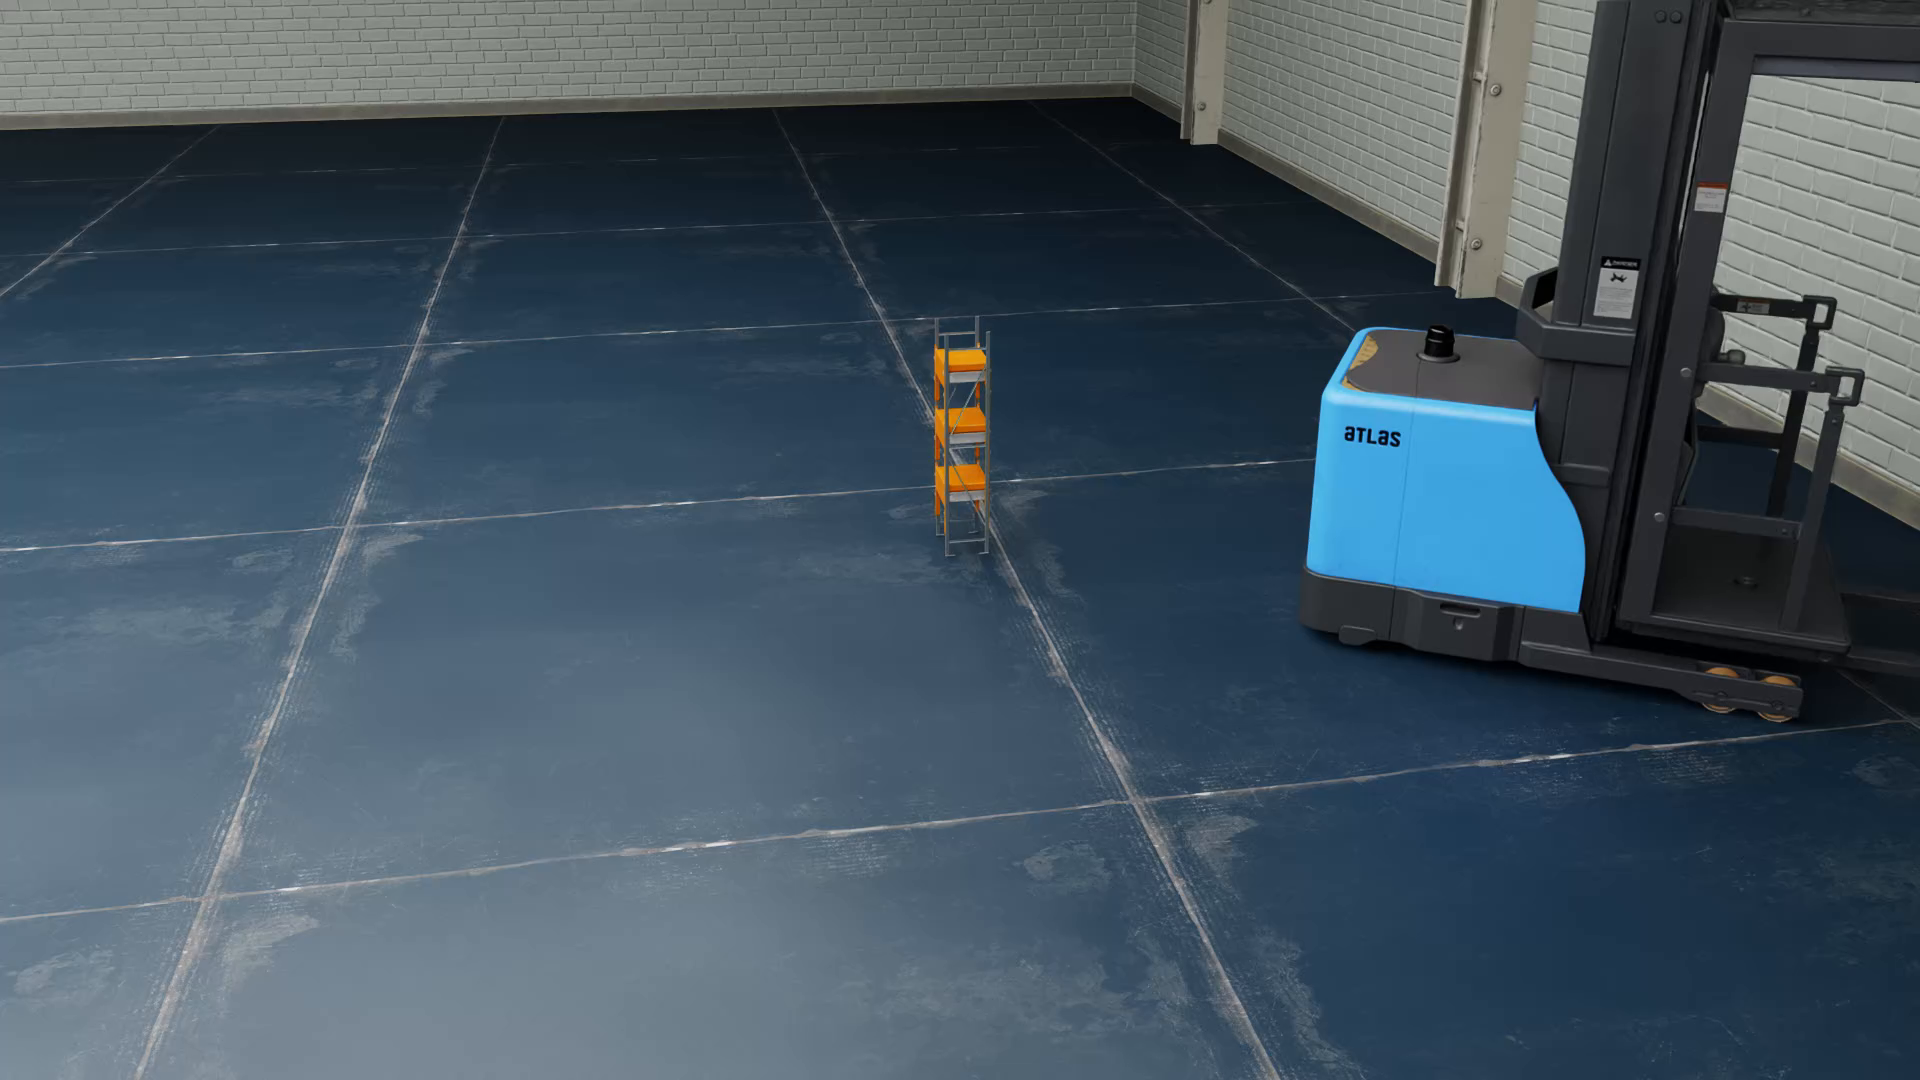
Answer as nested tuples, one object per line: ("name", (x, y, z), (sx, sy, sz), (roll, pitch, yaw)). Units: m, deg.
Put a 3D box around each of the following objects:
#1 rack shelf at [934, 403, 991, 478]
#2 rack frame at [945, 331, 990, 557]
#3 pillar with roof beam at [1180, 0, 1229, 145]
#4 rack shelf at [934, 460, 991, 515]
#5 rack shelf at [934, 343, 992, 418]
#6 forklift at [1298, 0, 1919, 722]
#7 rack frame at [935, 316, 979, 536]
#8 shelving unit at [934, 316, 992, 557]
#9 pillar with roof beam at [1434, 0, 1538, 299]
("rack shelf", (0.010, -0.450, 7.496), (0.215, 0.259, 0.240), (-4, 24, -10))
("rack frame", (0.032, -0.412, 7.382), (0.200, 1.050, 0.008), (-4, 24, -10))
("pillar with roof beam", (-1.744, -7.939, 14.685), (9.100, 9.000, 0.400), (-4, 24, -10))
("rack shelf", (0.010, -0.196, 7.607), (0.215, 0.259, 0.240), (-4, 24, -10))
("rack shelf", (0.010, -0.710, 7.382), (0.215, 0.259, 0.240), (-4, 24, -10))
("forklift", (2.960, -0.906, 6.162), (3.031, 2.935, 1.130), (9, 25, 19))
("rack frame", (-0.013, -0.508, 7.602), (0.200, 1.050, 0.008), (-4, 24, -10))
("shelving unit", (0.010, -0.460, 7.492), (0.215, 1.050, 0.252), (-4, 24, -10))
("pillar with roof beam", (-0.635, -5.579, 9.281), (9.100, 9.000, 0.400), (-4, 24, -10))
